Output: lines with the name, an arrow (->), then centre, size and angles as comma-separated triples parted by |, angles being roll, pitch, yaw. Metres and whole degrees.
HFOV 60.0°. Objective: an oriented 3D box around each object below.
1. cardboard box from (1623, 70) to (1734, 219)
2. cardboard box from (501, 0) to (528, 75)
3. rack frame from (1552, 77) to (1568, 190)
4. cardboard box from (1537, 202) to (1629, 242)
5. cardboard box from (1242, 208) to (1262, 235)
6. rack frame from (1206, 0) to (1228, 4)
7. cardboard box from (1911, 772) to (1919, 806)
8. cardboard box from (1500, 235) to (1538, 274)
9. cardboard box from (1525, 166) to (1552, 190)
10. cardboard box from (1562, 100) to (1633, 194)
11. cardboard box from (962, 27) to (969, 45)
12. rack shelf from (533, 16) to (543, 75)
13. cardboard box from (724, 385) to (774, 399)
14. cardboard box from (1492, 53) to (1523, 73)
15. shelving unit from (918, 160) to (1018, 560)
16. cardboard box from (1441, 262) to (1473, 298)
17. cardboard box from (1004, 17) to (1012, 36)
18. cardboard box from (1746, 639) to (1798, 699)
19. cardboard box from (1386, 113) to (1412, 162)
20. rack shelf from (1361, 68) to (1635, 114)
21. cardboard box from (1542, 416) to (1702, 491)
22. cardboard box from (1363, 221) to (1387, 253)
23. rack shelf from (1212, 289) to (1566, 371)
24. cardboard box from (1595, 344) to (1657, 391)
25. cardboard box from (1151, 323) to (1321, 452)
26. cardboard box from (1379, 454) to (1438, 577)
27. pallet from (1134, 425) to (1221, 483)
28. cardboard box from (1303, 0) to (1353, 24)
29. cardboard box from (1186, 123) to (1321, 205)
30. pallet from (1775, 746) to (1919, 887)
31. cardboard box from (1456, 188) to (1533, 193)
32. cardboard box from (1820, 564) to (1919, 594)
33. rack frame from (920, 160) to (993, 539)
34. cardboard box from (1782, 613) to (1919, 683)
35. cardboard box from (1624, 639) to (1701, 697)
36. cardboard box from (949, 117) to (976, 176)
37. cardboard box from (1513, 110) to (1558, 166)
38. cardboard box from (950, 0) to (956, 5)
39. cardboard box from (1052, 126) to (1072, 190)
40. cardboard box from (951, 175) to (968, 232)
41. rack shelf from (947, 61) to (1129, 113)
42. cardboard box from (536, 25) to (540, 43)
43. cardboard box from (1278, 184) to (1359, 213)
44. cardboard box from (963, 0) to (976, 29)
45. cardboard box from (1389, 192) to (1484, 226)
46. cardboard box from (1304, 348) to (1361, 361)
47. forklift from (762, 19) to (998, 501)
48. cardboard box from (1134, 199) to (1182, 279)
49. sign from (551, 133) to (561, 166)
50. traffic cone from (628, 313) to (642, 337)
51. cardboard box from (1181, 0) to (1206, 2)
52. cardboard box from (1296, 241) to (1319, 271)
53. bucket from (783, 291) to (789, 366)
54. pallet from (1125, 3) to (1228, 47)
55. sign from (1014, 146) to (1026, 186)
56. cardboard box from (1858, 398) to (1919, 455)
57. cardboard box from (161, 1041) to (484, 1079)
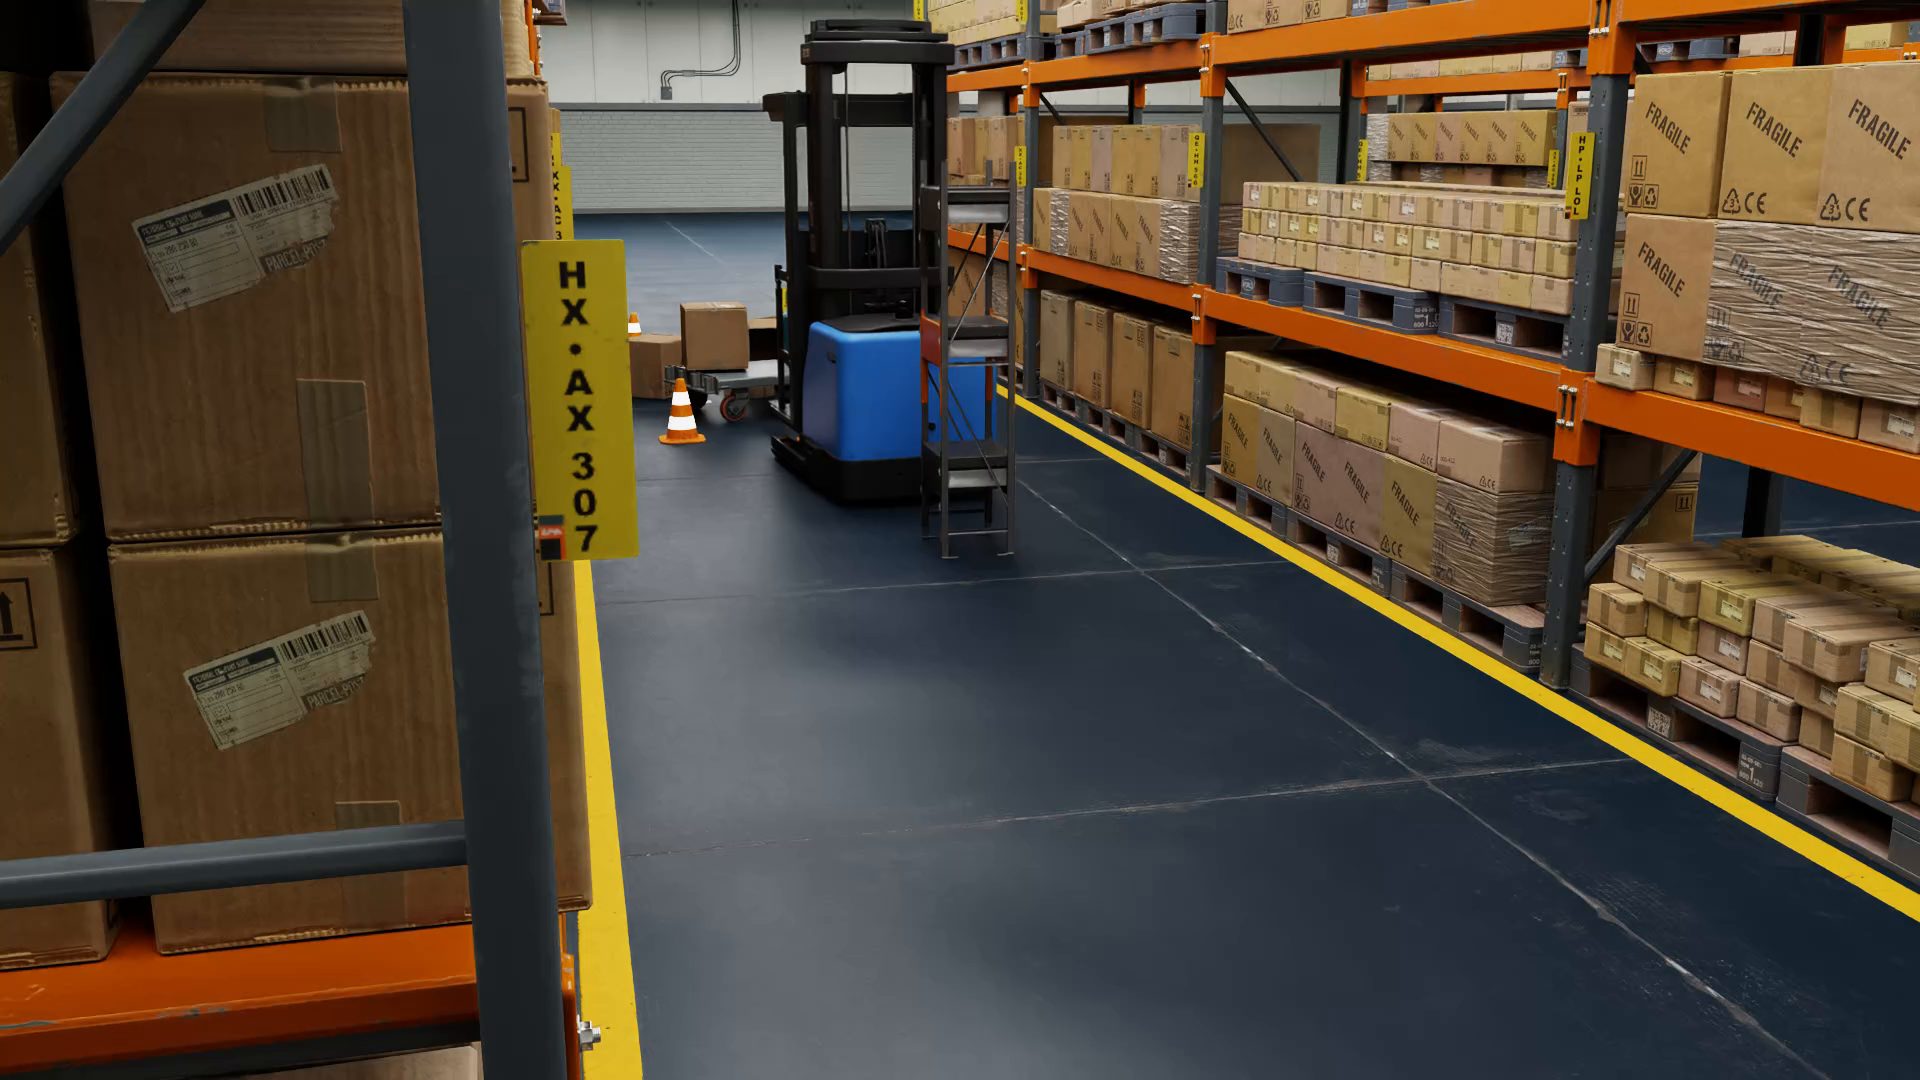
cardboard box -> 2.794, -1.433, 6.027 | 0.500, 0.500, 0.500 | -3, 14, -12
cardboard box -> -0.818, -0.719, 2.366 | 0.380, 0.149, 0.250 | -3, 14, -11
rack frame -> 5.891, -2.970, 15.264 | 1.000, 3.000, 0.127 | -3, 14, -13
cardboard box -> 2.641, -1.324, 6.918 | 0.380, 0.149, 0.250 | -3, 14, -11
cardboard box -> 1.904, -1.898, 9.894 | 0.380, 0.149, 0.250 | -3, 14, -11
rack frame -> 1.985, -4.709, 9.739 | 1.000, 3.000, 0.127 | -3, 14, -13
cardboard box -> 3.178, 0.765, 5.099 | 0.380, 0.149, 0.250 | -3, 14, -12
cardboard box -> 2.576, -1.240, 7.198 | 0.380, 0.149, 0.250 | -3, 14, -13
cardboard box -> 5.845, -3.271, 15.656 | 0.875, 0.500, 0.500 | -3, 14, -13
cardboard box -> 5.942, -3.275, 14.361 | 1.000, 1.000, 1.000 | -3, 14, -13
cardboard box -> 0.232, -4.781, 15.789 | 0.380, 0.149, 0.250 | -3, 14, -13
rack shelf -> -2.333, -2.141, 7.067 | 1.077, 0.370, 4.000 | -3, 14, -13
cardboard box -> -1.847, -1.397, 14.587 | 0.396, 0.266, 0.258 | 10, 17, 35
cardboard box -> 5.418, -4.566, 15.793 | 0.500, 0.250, 0.500 | -3, 14, -12
shelving unit -> 0.039, -0.982, 9.022 | 0.431, 2.100, 0.503 | -3, 14, -13
cardboard box -> 2.462, -1.209, 7.702 | 0.380, 0.149, 0.250 | -4, 14, -16
cardboard box -> 0.590, -4.429, 14.349 | 0.380, 0.149, 0.250 | -3, 14, -12
cardboard box -> 2.999, 0.436, 5.816 | 0.380, 0.149, 0.250 | -4, 14, -16
cardboard box -> 4.926, -4.314, 17.820 | 0.500, 0.500, 0.500 | -3, 14, -13
rack shelf -> 5.421, -4.539, 16.882 | 1.077, 0.370, 4.000 | -3, 14, -13
cardboard box -> 3.008, -0.411, 7.590 | 0.500, 0.250, 0.500 | -4, 14, -16
cardboard box -> 2.275, -1.539, 8.424 | 0.380, 0.149, 0.250 | -3, 14, -11
rack shelf -> 2.455, -1.078, 8.625 | 0.919, 0.124, 3.809 | -3, 14, -13
cardboard box -> 2.673, -0.666, 6.362 | 0.380, 0.149, 0.250 | -3, 14, -11
cardboard box -> 1.930, -1.051, 11.264 | 1.050, 0.750, 0.750 | -3, 14, -14
cardboard box -> 2.386, -0.136, 8.047 | 0.500, 0.500, 0.500 | -4, 14, -15
pallet -> 1.874, -0.626, 11.544 | 1.003, 0.211, 1.213 | -3, 14, -13
cardboard box -> 2.108, -2.923, 8.542 | 0.500, 0.500, 0.500 | -3, 14, -13
cardboard box -> 1.890, -2.433, 10.747 | 0.700, 0.500, 0.500 | -3, 14, -13
pallet -> 3.407, 0.918, 5.225 | 1.003, 0.211, 1.213 | -3, 14, -13
cardboard box -> 2.848, -1.779, 8.781 | 0.380, 0.149, 0.250 | -3, 14, -10
cardboard box -> 3.425, 0.202, 6.150 | 0.380, 0.149, 0.250 | -3, 14, -14
rack frame -> -0.018, -1.038, 9.252 | 0.400, 2.100, 0.015 | -3, 14, -13
cardboard box -> 2.983, 0.356, 5.518 | 0.380, 0.149, 0.250 | -3, 14, -12
cardboard box -> 2.761, 0.473, 6.294 | 0.380, 0.149, 0.250 | -3, 14, -12
cardboard box -> 0.374, -3.891, 16.442 | 0.875, 0.550, 0.550 | -3, 14, -13
cardboard box -> 5.518, -3.738, 15.461 | 0.500, 0.500, 0.500 | -3, 14, -13
cardboard box -> 0.114, -5.286, 16.175 | 0.380, 0.149, 0.250 | -4, 14, -14
cardboard box -> 1.168, -3.137, 13.630 | 0.700, 0.500, 0.500 | -4, 14, -14
cardboard box -> 0.398, -3.368, 16.576 | 0.875, 0.550, 0.550 | -3, 14, -13
rack shelf -> 0.576, -4.286, 15.846 | 1.077, 0.370, 4.000 | -3, 14, -13
cardboard box -> -3.579, -4.063, 13.108 | 0.500, 0.250, 0.500 | -4, 14, -14
cardboard box -> 2.025, -1.929, 9.394 | 0.380, 0.149, 0.250 | -3, 14, -13
cardboard box -> 0.327, -4.946, 15.627 | 0.500, 0.250, 0.500 | -3, 14, -13
cardboard box -> 2.336, -1.625, 8.149 | 0.380, 0.149, 0.250 | -4, 14, -16
cardboard box -> 2.401, -1.005, 10.023 | 0.500, 0.250, 0.500 | -4, 14, -15
forklift -> -0.697, -1.972, 11.324 | 1.130, 2.935, 3.031 | -4, 14, -18
cardboard box -> 1.503, -2.047, 11.275 | 0.500, 0.500, 0.500 | -3, 14, -13
sign -> -2.264, -2.089, 9.219 | 0.100, 0.325, 0.005 | -3, 14, -13
traffic cone -> -3.326, -2.081, 16.970 | 0.336, 0.463, 0.334 | -3, 14, -13
cardboard box -> 1.631, -3.516, 10.577 | 0.380, 0.166, 0.250 | -3, 14, -13
cardboard box -> 2.086, -1.576, 9.200 | 0.380, 0.149, 0.250 | -3, 14, -11
bucket -> -1.227, -1.768, 14.039 | 0.726, 0.611, 0.620 | 2, 24, 6
pallet -> 1.783, -3.305, 10.714 | 1.213, 0.211, 1.003 | -3, 14, -11
sign -> 0.507, -3.145, 13.988 | 0.100, 0.325, 0.005 | -3, 14, -13
cardboard box -> 3.030, -0.365, 5.129 | 0.380, 0.149, 0.250 | -3, 14, -11
cardboard box -> -1.399, 1.034, 3.389 | 0.875, 0.438, 0.875 | -3, 14, -12
